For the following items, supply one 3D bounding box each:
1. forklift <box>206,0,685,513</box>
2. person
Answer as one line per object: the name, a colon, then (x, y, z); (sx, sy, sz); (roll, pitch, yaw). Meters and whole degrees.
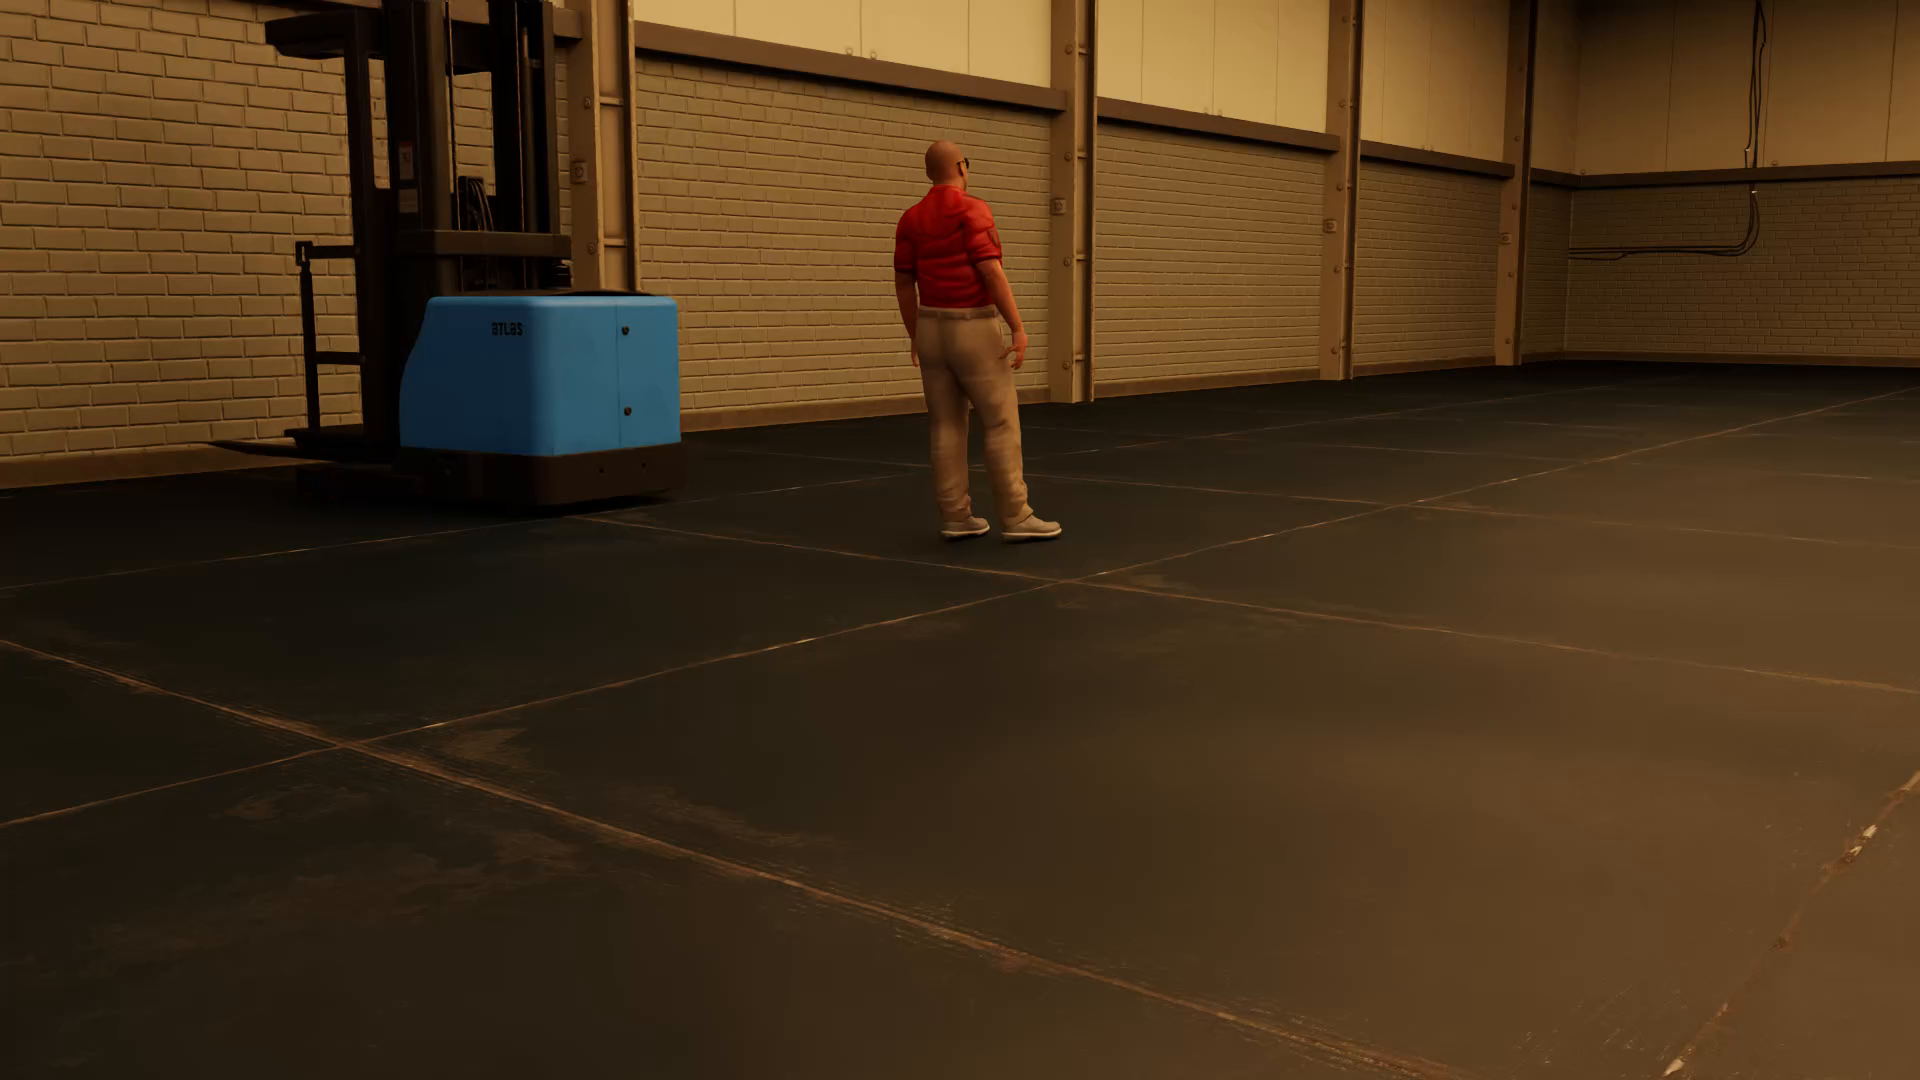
forklift: (-2.978, -1.721, 9.046); (3.031, 2.935, 1.130); (5, 10, 33)
person: (0.065, -0.872, 7.341); (0.642, 1.727, 0.550); (7, 11, 38)
